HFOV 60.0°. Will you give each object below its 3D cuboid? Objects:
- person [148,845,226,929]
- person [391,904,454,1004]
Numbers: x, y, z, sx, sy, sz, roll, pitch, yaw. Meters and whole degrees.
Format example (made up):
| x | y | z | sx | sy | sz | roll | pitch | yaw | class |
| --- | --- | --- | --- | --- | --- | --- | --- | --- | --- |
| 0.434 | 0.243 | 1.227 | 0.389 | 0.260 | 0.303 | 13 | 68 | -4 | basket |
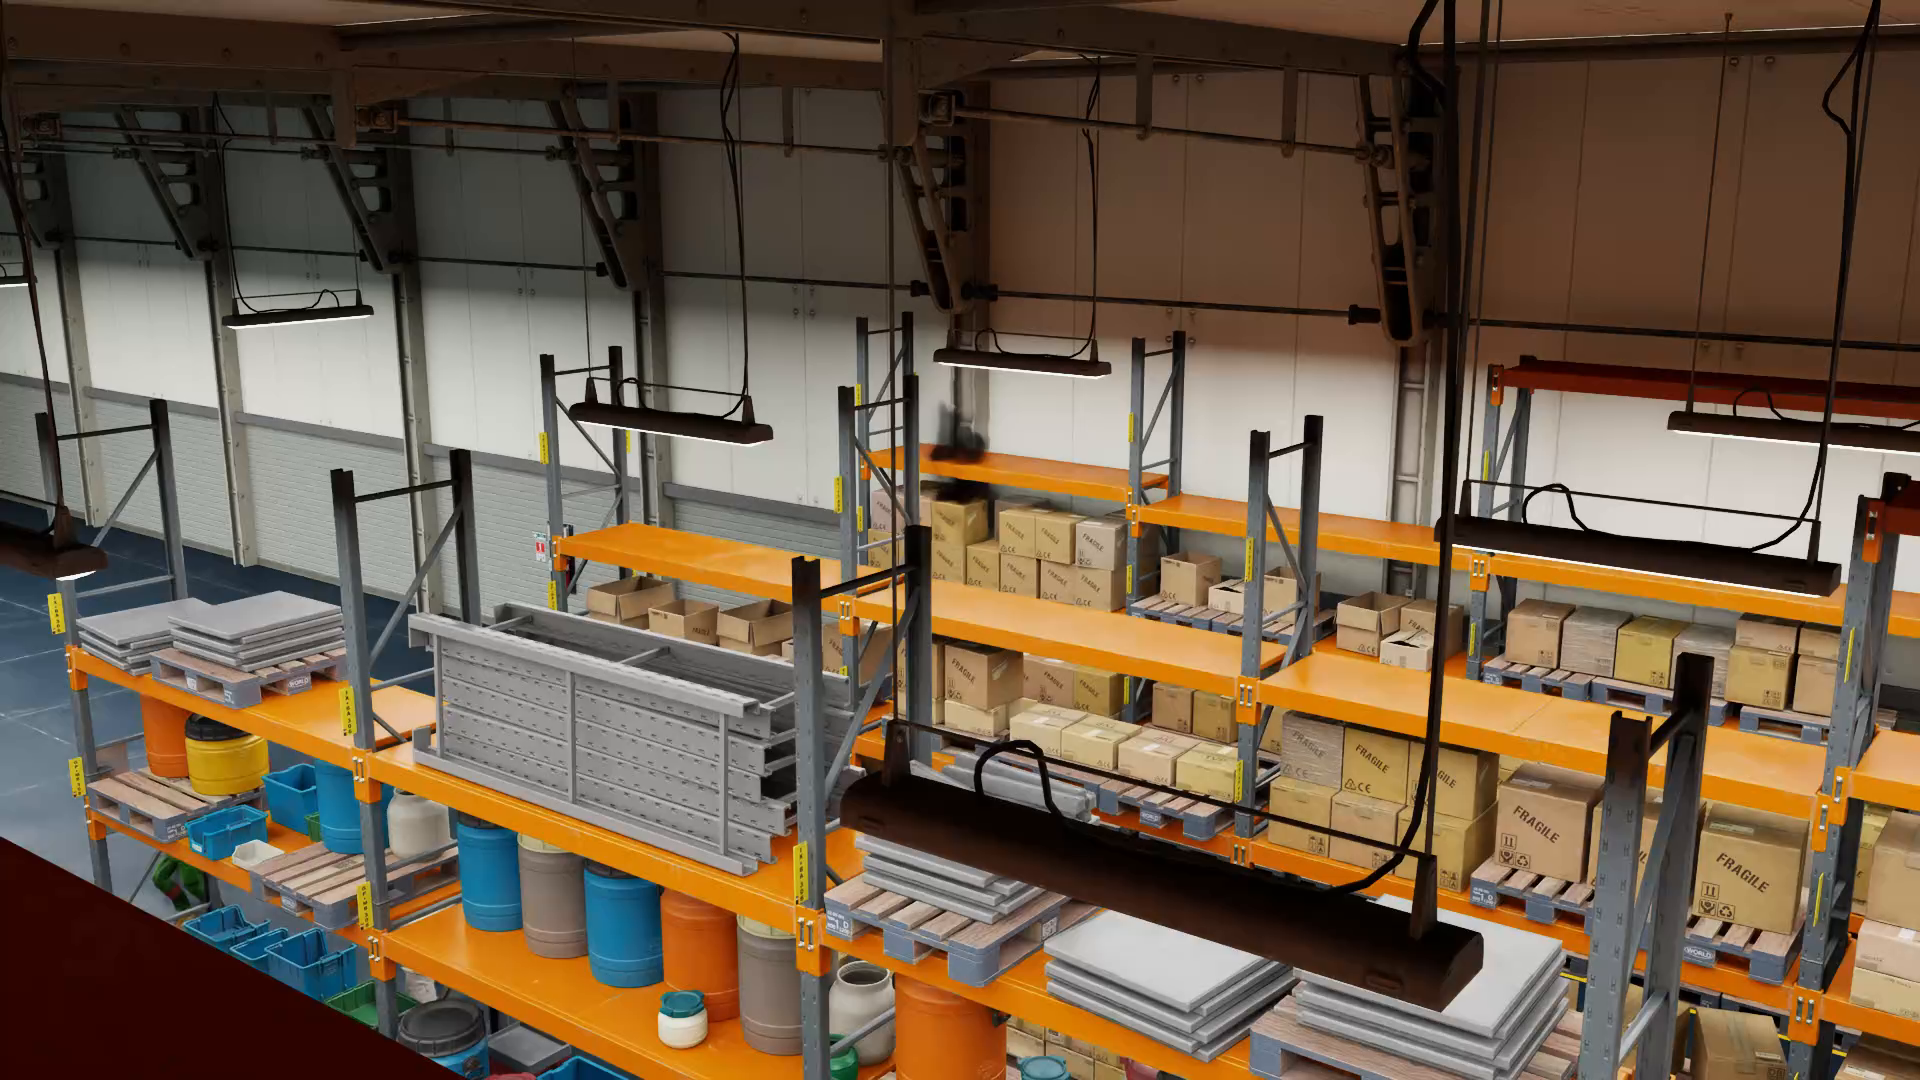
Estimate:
| x | y | z | sx | sy | sz | roll | pitch | yaw | class |
| --- | --- | --- | --- | --- | --- | --- | --- | --- | --- |
| -8.129 | 3.243 | 17.419 | 0.708 | 1.781 | 0.672 | -9 | 16 | -35 | person |
| -4.779 | 3.821 | 14.815 | 0.876 | 1.844 | 0.643 | 5 | 14 | 22 | person |
